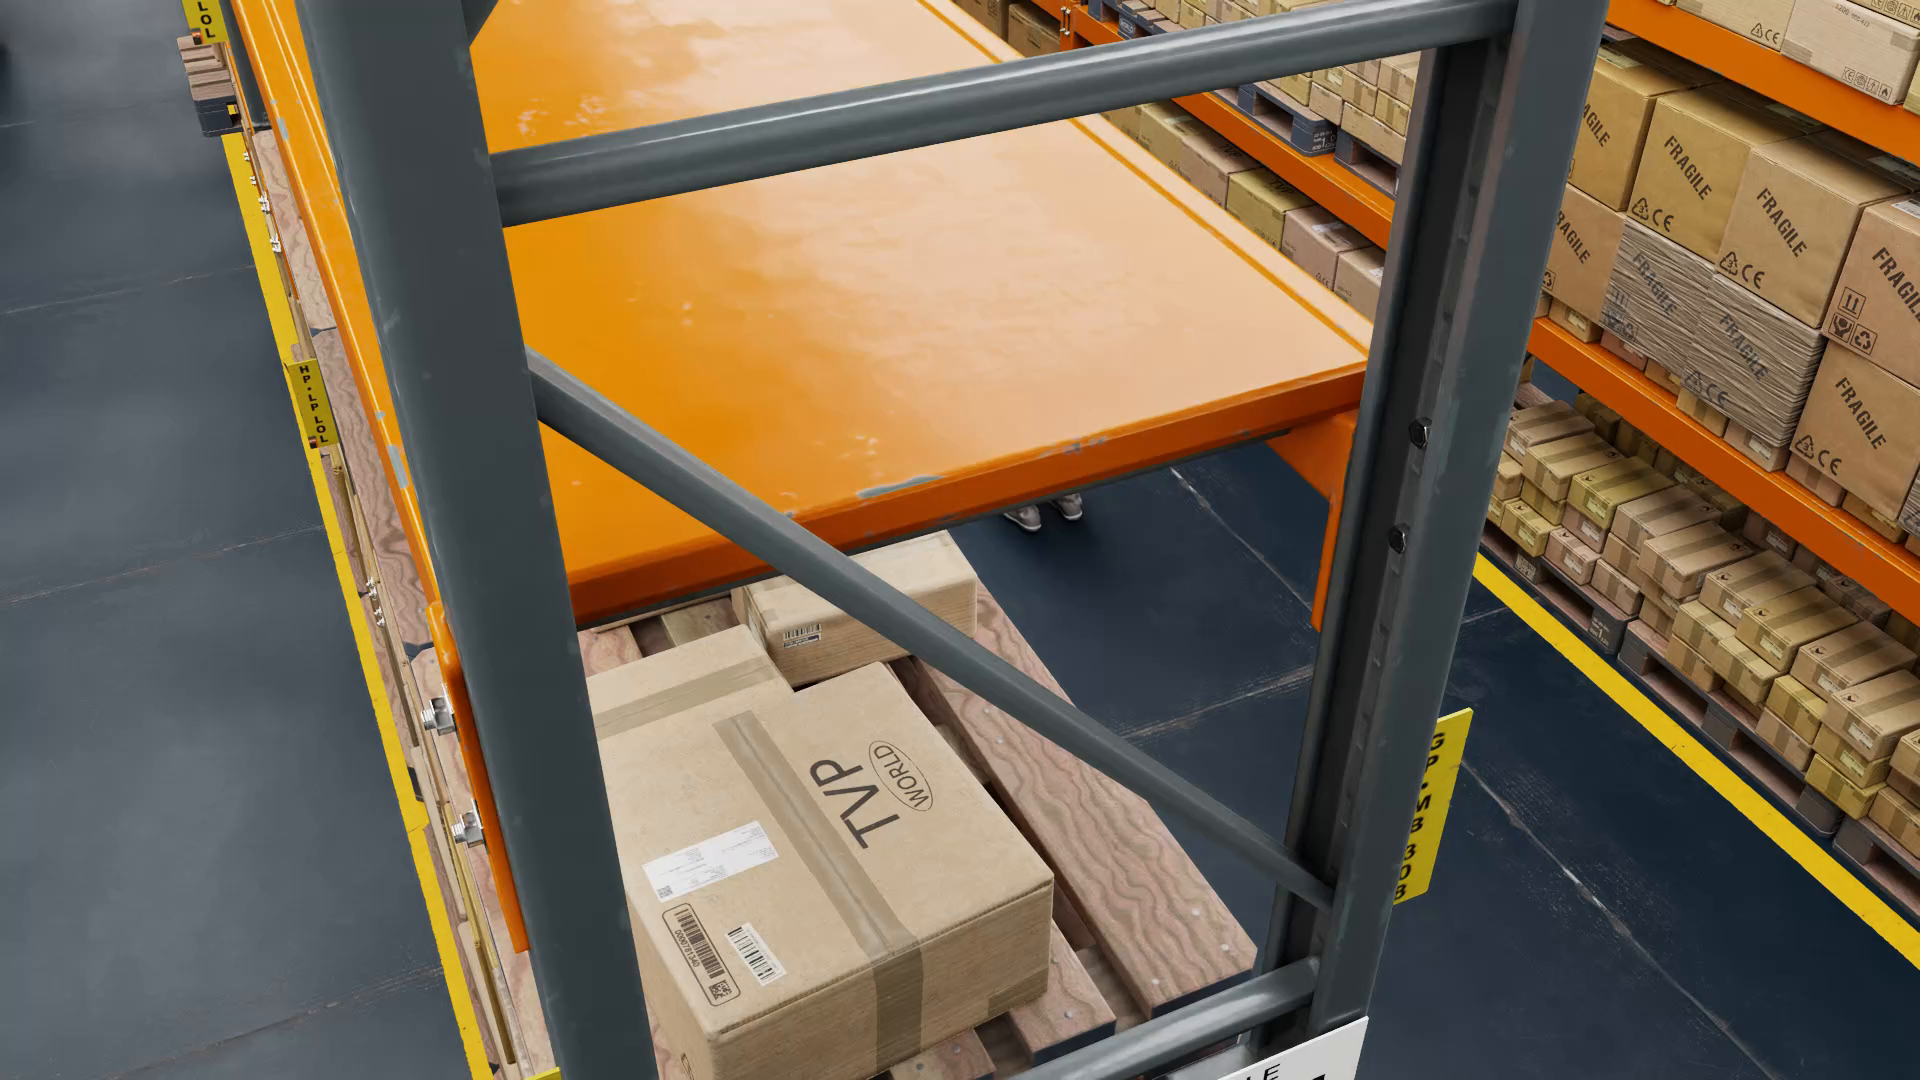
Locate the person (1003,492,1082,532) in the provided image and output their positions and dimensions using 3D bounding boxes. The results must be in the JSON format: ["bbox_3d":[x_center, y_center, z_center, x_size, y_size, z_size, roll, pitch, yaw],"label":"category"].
[{"bbox_3d":[0.346,-0.543,8.253,0.468,0.842,0.888,-18,41,-22],"label":"person"}]
